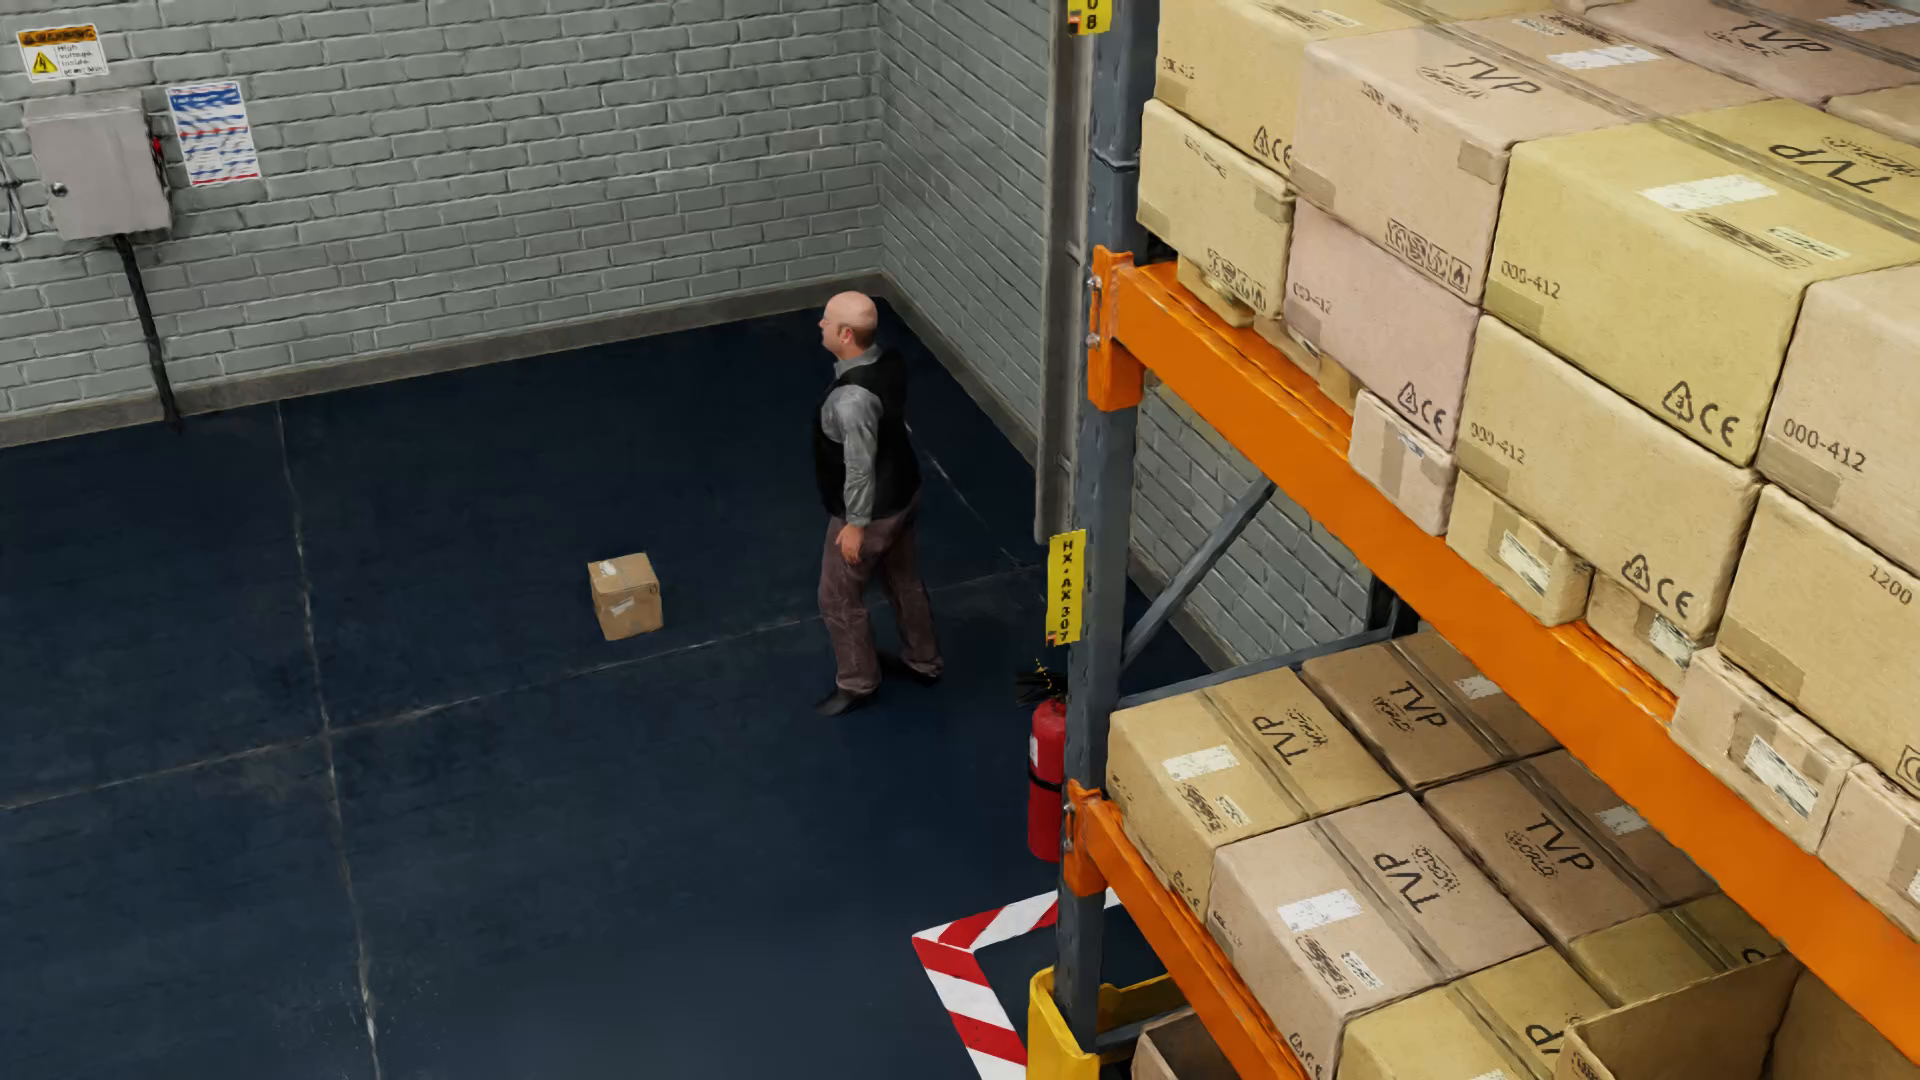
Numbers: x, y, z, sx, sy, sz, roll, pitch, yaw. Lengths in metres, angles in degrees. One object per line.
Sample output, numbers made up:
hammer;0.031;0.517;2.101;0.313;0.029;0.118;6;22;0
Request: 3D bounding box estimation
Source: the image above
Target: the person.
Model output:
person;-0.344;-0.124;6.393;0.568;1.762;0.571;9;34;13
